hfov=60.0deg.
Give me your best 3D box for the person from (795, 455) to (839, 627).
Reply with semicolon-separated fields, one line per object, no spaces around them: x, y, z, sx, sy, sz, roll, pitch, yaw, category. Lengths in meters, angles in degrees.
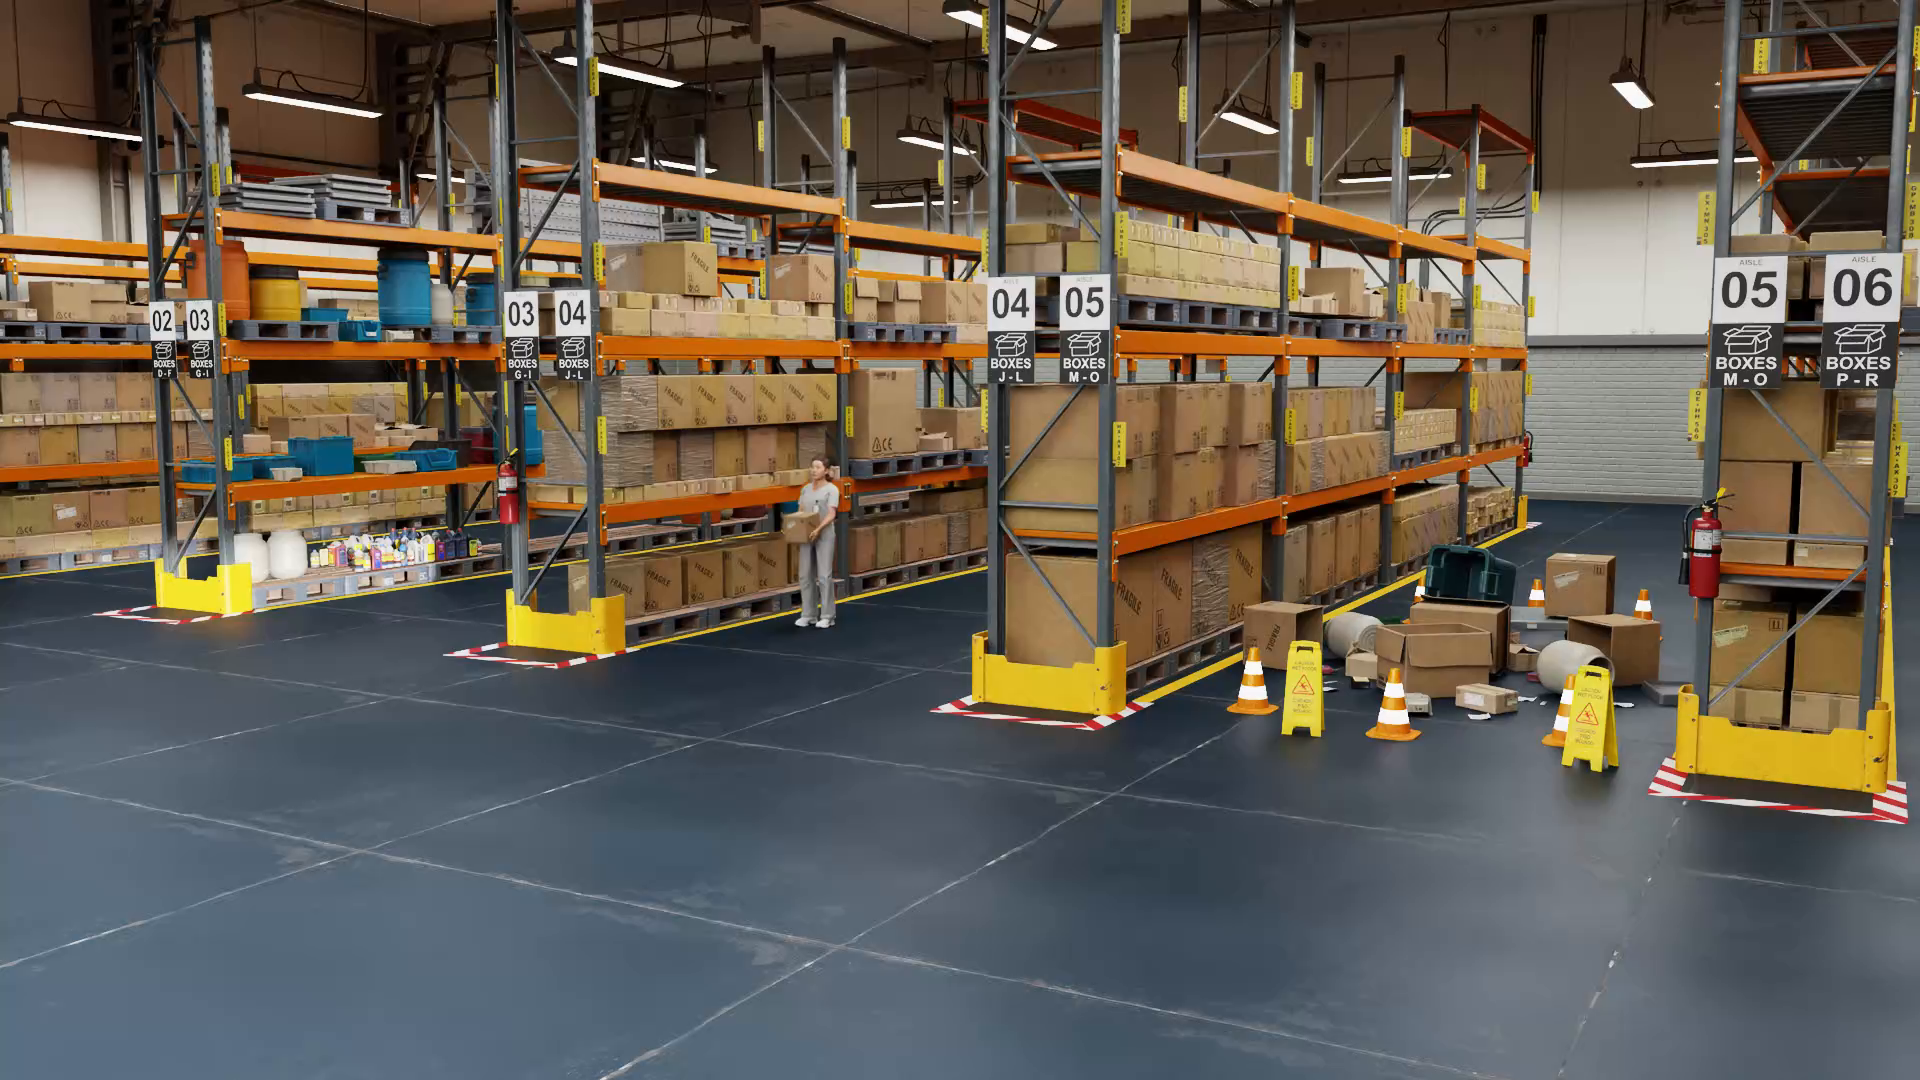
-1.419;0.018;16.192;0.454;1.667;0.533;3;7;28;person
